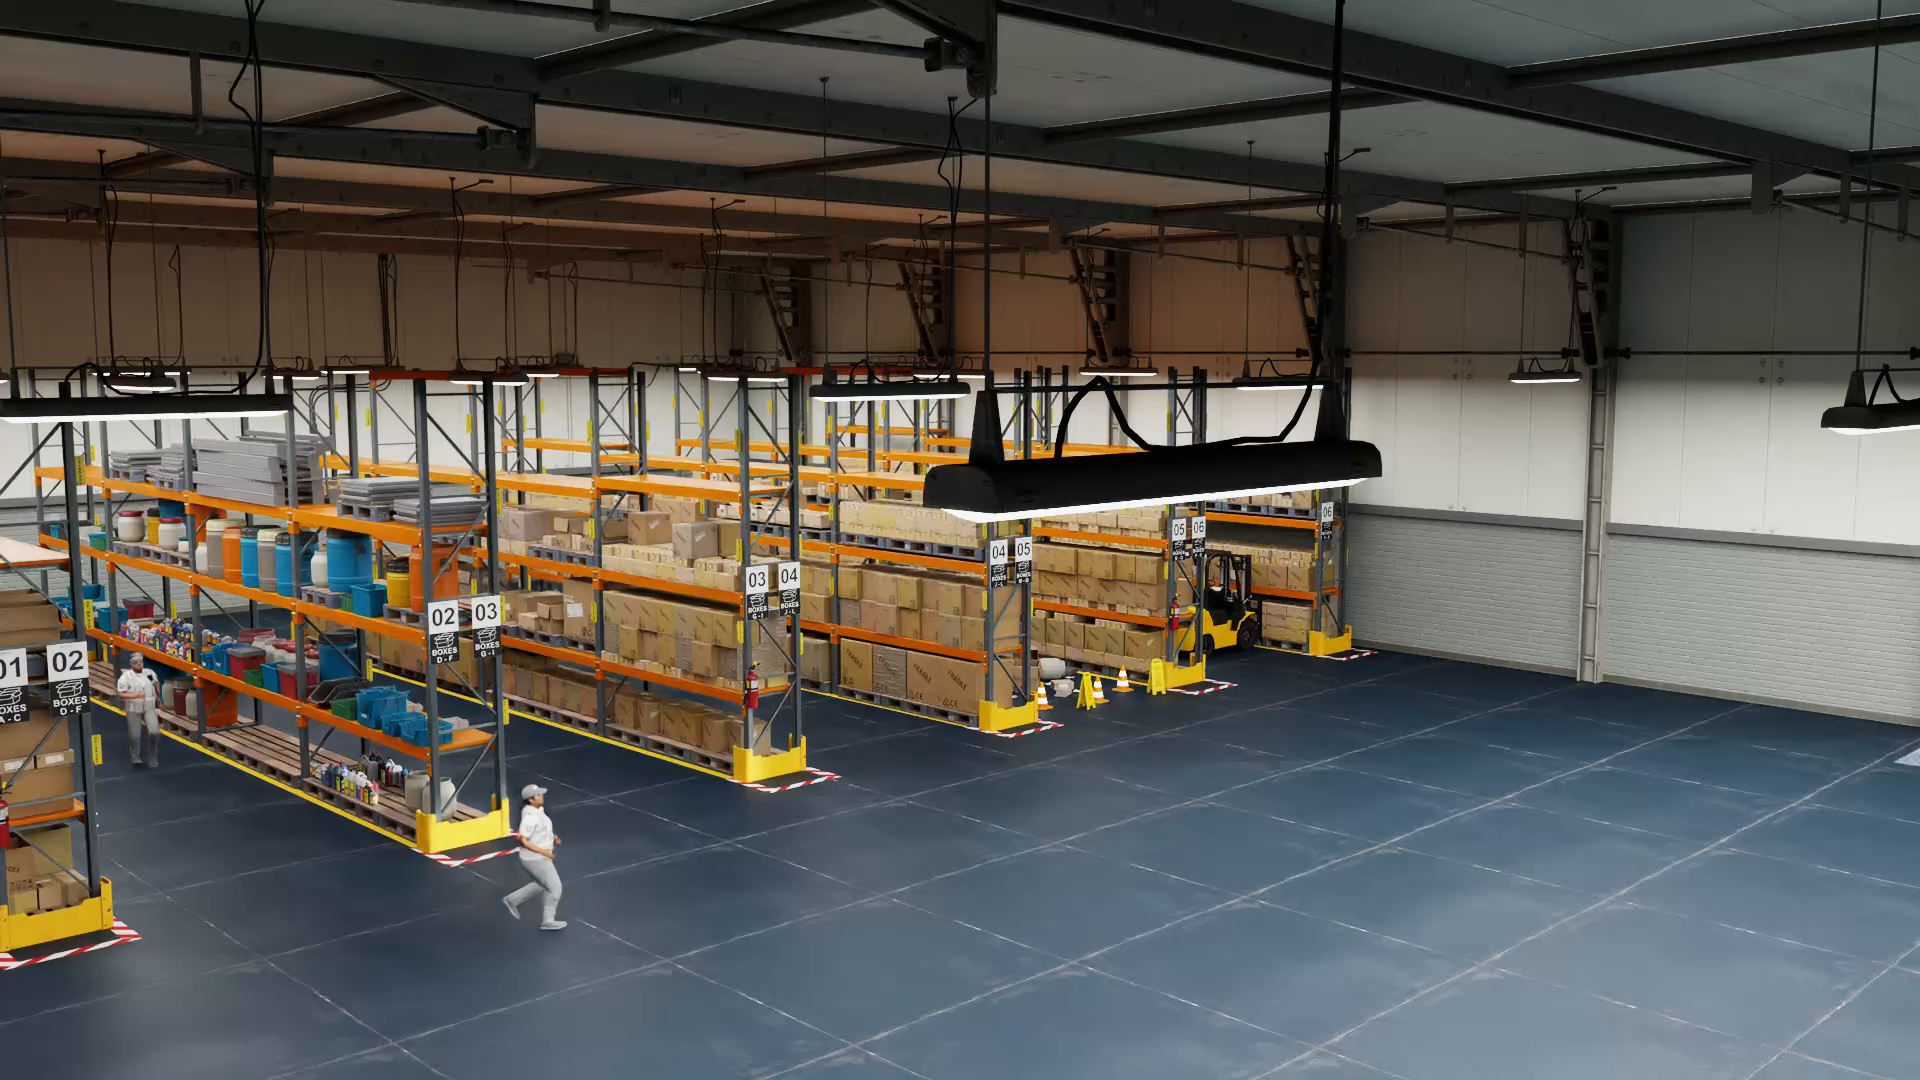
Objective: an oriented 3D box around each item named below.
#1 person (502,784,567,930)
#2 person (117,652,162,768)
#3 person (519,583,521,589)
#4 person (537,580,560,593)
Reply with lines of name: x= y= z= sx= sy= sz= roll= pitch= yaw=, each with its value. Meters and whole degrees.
person: x=-4.671 y=3.475 z=18.220 sx=0.668 sy=1.621 sz=0.613 roll=-1 pitch=7 yaw=-13
person: x=-12.477 y=2.605 z=25.347 sx=0.637 sy=1.824 sz=0.736 roll=-5 pitch=8 yaw=-38
person: x=-8.688 y=1.693 z=33.377 sx=0.551 sy=1.744 sz=0.656 roll=6 pitch=9 yaw=44
person: x=-10.156 y=0.886 z=41.051 sx=0.628 sy=1.672 sz=0.649 roll=2 pitch=7 yaw=15
